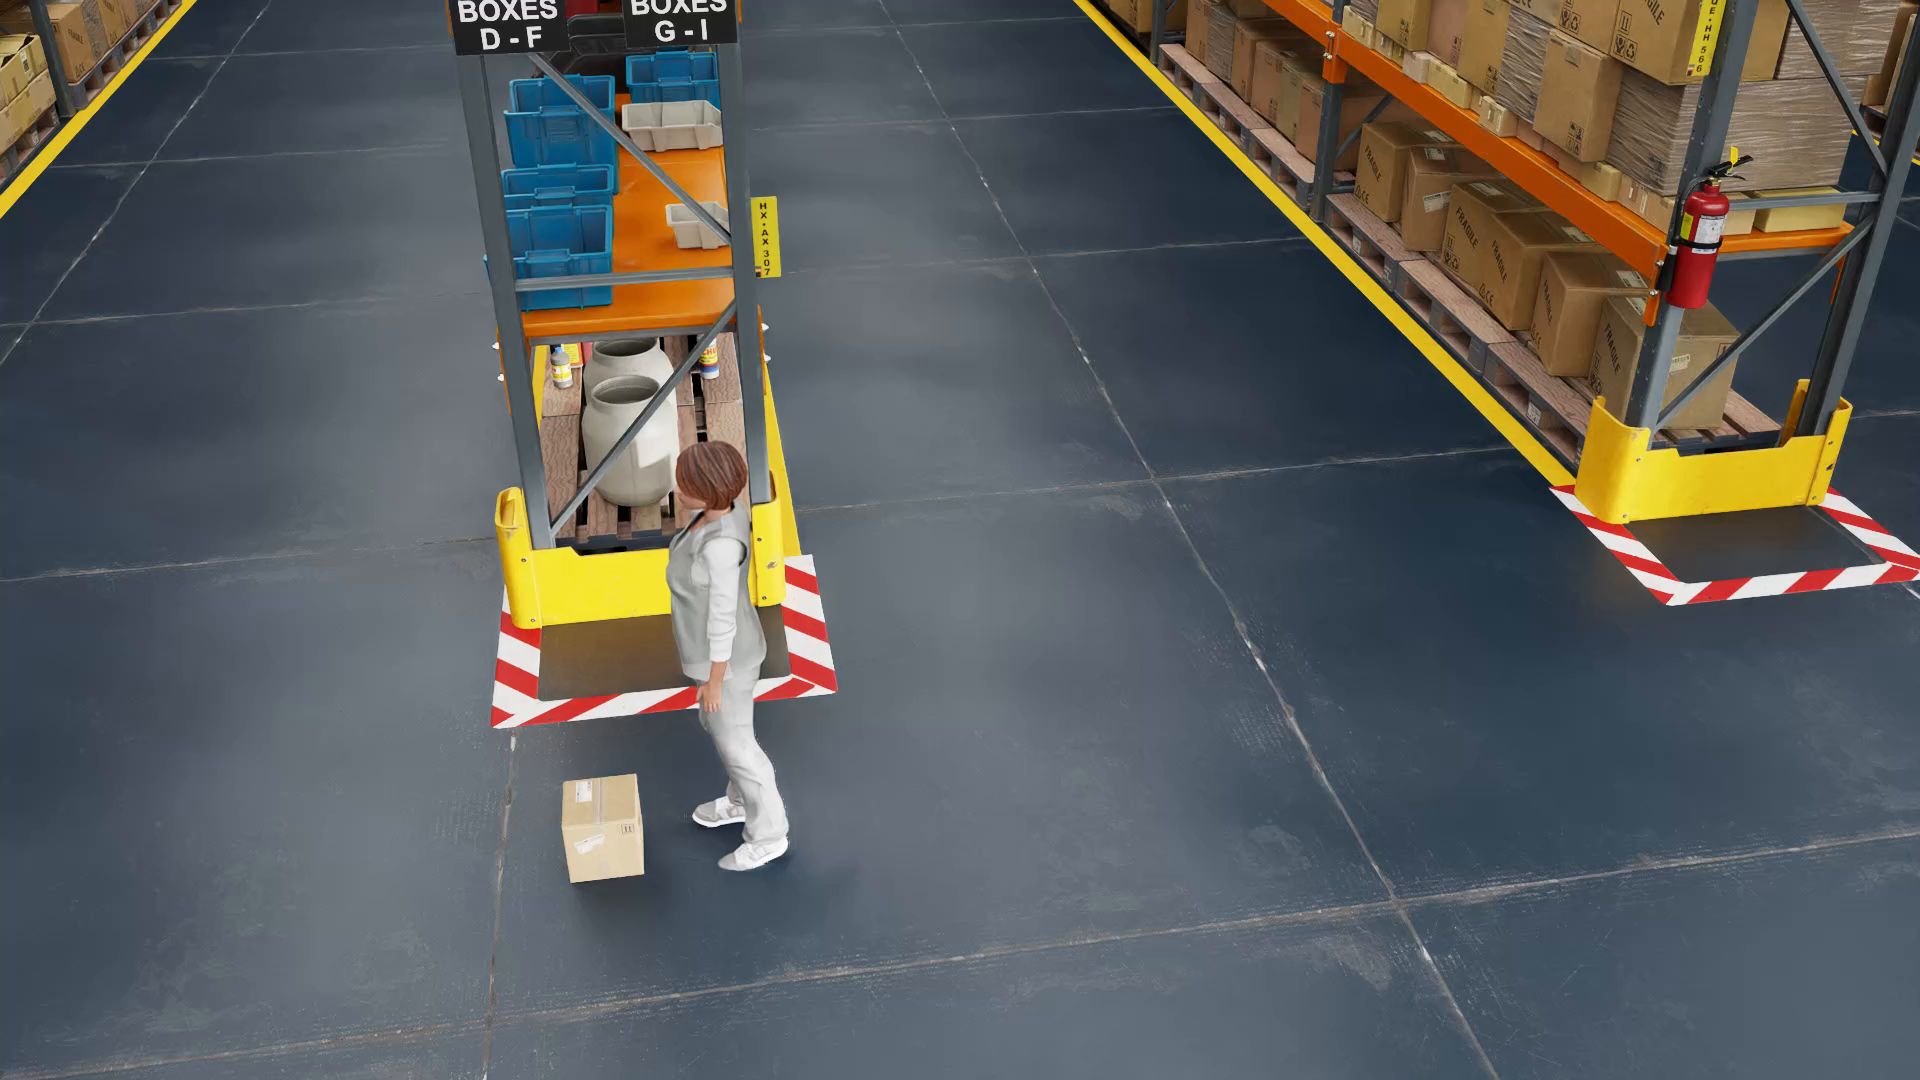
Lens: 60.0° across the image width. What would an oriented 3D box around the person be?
[{"bbox_3d":[-0.777,0.402,5.513,0.338,1.634,0.406,-5,31,-8],"label":"person"}]
